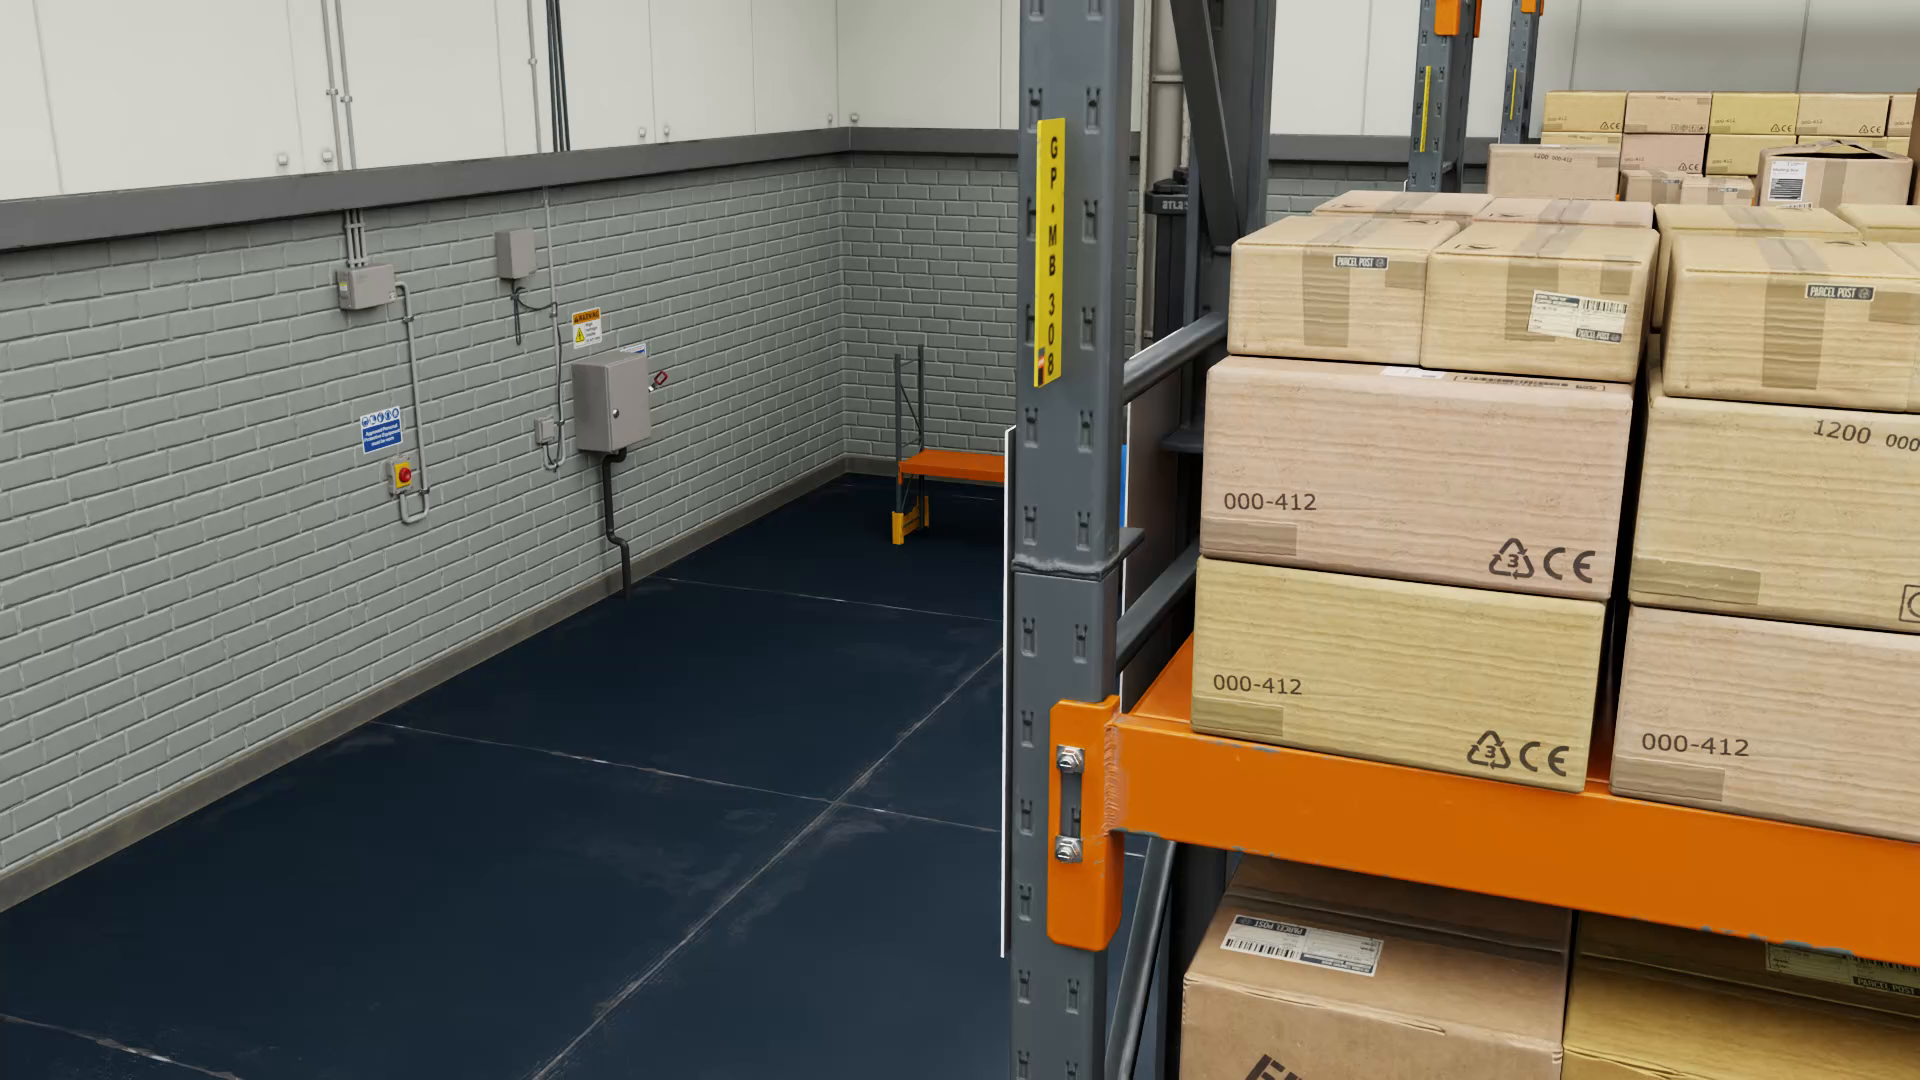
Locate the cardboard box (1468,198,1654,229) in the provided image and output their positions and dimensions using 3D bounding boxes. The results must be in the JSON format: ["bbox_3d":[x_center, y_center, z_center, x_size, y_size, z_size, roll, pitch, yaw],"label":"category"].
[{"bbox_3d":[0.931,-0.437,2.575,0.250,0.149,0.380,7,17,21],"label":"cardboard box"}]

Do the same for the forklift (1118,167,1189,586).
[{"bbox_3d":[2.120,-1.092,11.679,3.031,2.935,1.130,5,17,17],"label":"forklift"}]

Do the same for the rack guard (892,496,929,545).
[{"bbox_3d":[-0.392,-0.163,13.287,0.087,0.250,0.587,6,17,21],"label":"rack guard"}]

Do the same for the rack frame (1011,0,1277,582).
[{"bbox_3d":[0.312,-1.521,2.271,0.127,3.000,1.000,6,17,21],"label":"rack frame"}]

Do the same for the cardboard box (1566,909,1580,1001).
[{"bbox_3d":[0.829,0.672,2.973,0.500,0.500,0.500,6,17,19],"label":"cardboard box"}]

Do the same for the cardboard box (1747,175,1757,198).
[{"bbox_3d":[5.243,-2.311,10.825,0.250,0.149,0.380,6,17,20],"label":"cardboard box"}]

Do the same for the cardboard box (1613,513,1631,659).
[{"bbox_3d":[1.310,0.020,2.613,0.500,0.250,0.500,6,17,21],"label":"cardboard box"}]

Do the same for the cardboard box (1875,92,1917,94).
[{"bbox_3d":[6.257,-2.789,10.859,0.500,0.250,0.500,6,17,20],"label":"cardboard box"}]

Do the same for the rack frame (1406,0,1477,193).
[{"bbox_3d":[2.035,-2.815,6.729,0.127,3.000,1.000,6,17,21],"label":"rack frame"}]

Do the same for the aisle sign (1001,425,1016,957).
[{"bbox_3d":[0.134,0.182,2.503,0.004,0.787,0.394,6,17,21],"label":"aisle sign"}]

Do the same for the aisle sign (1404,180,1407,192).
[{"bbox_3d":[1.861,-1.114,6.969,0.004,0.787,0.394,6,17,21],"label":"aisle sign"}]

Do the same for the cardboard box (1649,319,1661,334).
[{"bbox_3d":[1.310,-0.215,2.526,0.500,0.250,0.500,6,17,19],"label":"cardboard box"}]

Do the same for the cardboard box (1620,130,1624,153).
[{"bbox_3d":[4.366,-2.758,11.648,0.500,0.250,0.500,6,17,20],"label":"cardboard box"}]

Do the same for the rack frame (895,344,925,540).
[{"bbox_3d":[-0.394,-0.764,13.114,0.032,1.500,0.500,6,17,21],"label":"rack frame"}]

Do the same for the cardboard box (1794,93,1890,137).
[{"bbox_3d":[5.589,-2.708,10.580,0.500,0.250,0.500,7,18,22],"label":"cardboard box"}]

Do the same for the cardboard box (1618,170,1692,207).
[{"bbox_3d":[2.906,-1.458,6.955,0.250,0.149,0.380,5,17,16],"label":"cardboard box"}]

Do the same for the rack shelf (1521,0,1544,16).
[{"bbox_3d":[5.713,-3.551,10.560,4.000,0.370,1.077,6,17,21],"label":"rack shelf"}]

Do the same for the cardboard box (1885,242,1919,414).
[{"bbox_3d":[1.212,-0.245,1.914,0.250,0.149,0.380,7,17,21],"label":"cardboard box"}]

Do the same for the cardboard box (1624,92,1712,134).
[{"bbox_3d":[4.639,-2.805,10.916,0.500,0.250,0.500,6,17,20],"label":"cardboard box"}]

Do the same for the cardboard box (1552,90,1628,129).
[{"bbox_3d":[4.368,-3.000,11.585,0.500,0.250,0.500,6,17,19],"label":"cardboard box"}]

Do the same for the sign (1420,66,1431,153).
[{"bbox_3d":[1.825,-1.689,6.520,0.005,0.325,0.100,6,17,21],"label":"sign"}]

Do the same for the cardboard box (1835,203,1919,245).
[{"bbox_3d":[1.447,-0.406,2.470,0.250,0.149,0.380,7,17,22],"label":"cardboard box"}]

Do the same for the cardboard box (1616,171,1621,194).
[{"bbox_3d":[4.317,-2.428,11.229,0.250,0.149,0.380,7,17,22],"label":"cardboard box"}]

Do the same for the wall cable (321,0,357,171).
[{"bbox_3d":[-3.360,-3.324,8.481,0.029,3.000,0.463,6,17,21],"label":"wall cable"}]

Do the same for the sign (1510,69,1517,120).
[{"bbox_3d":[3.653,-2.941,10.976,0.005,0.325,0.100,6,17,21],"label":"sign"}]

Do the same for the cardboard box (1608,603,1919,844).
[{"bbox_3d":[1.124,0.159,2.134,0.500,0.250,0.500,7,18,22],"label":"cardboard box"}]

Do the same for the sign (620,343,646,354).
[{"bbox_3d":[-2.324,-1.138,11.884,0.001,0.494,0.329,6,17,21],"label":"sign"}]

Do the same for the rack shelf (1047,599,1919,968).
[{"bbox_3d":[2.173,0.470,2.085,4.000,0.370,1.077,6,17,21],"label":"rack shelf"}]

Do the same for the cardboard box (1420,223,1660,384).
[{"bbox_3d":[0.761,-0.317,2.161,0.250,0.149,0.380,7,18,23],"label":"cardboard box"}]

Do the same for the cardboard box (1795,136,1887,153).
[{"bbox_3d":[5.606,-2.467,10.648,0.500,0.250,0.500,6,17,20],"label":"cardboard box"}]

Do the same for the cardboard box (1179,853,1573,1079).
[{"bbox_3d":[0.633,0.804,2.517,0.500,0.500,0.500,6,17,20],"label":"cardboard box"}]

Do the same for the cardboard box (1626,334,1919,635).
[{"bbox_3d":[1.111,-0.083,2.070,0.500,0.250,0.500,6,17,20],"label":"cardboard box"}]

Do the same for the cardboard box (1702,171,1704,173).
[{"bbox_3d":[4.958,-2.486,11.426,0.250,0.149,0.380,6,17,19],"label":"cardboard box"}]

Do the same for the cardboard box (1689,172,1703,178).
[{"bbox_3d":[4.743,-2.346,10.943,0.250,0.149,0.380,7,17,22],"label":"cardboard box"}]

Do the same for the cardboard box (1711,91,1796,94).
[{"bbox_3d":[5.335,-2.896,11.229,0.500,0.250,0.500,6,17,21],"label":"cardboard box"}]

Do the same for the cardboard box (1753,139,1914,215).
[{"bbox_3d":[3.409,-1.415,6.515,0.500,0.311,0.500,7,17,22],"label":"cardboard box"}]

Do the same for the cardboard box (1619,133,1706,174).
[{"bbox_3d":[4.645,-2.570,11.001,0.500,0.250,0.500,7,17,22],"label":"cardboard box"}]

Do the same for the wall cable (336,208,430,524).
[{"bbox_3d":[-3.219,-1.007,9.385,0.123,1.953,0.585,6,17,21],"label":"wall cable"}]

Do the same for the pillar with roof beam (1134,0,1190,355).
[{"bbox_3d":[0.095,-3.496,9.074,0.400,9.000,9.100,6,17,21],"label":"pillar with roof beam"}]

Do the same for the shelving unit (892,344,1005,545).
[{"bbox_3d":[0.071,-0.712,12.938,1.083,1.500,0.587,6,17,21],"label":"shelving unit"}]
